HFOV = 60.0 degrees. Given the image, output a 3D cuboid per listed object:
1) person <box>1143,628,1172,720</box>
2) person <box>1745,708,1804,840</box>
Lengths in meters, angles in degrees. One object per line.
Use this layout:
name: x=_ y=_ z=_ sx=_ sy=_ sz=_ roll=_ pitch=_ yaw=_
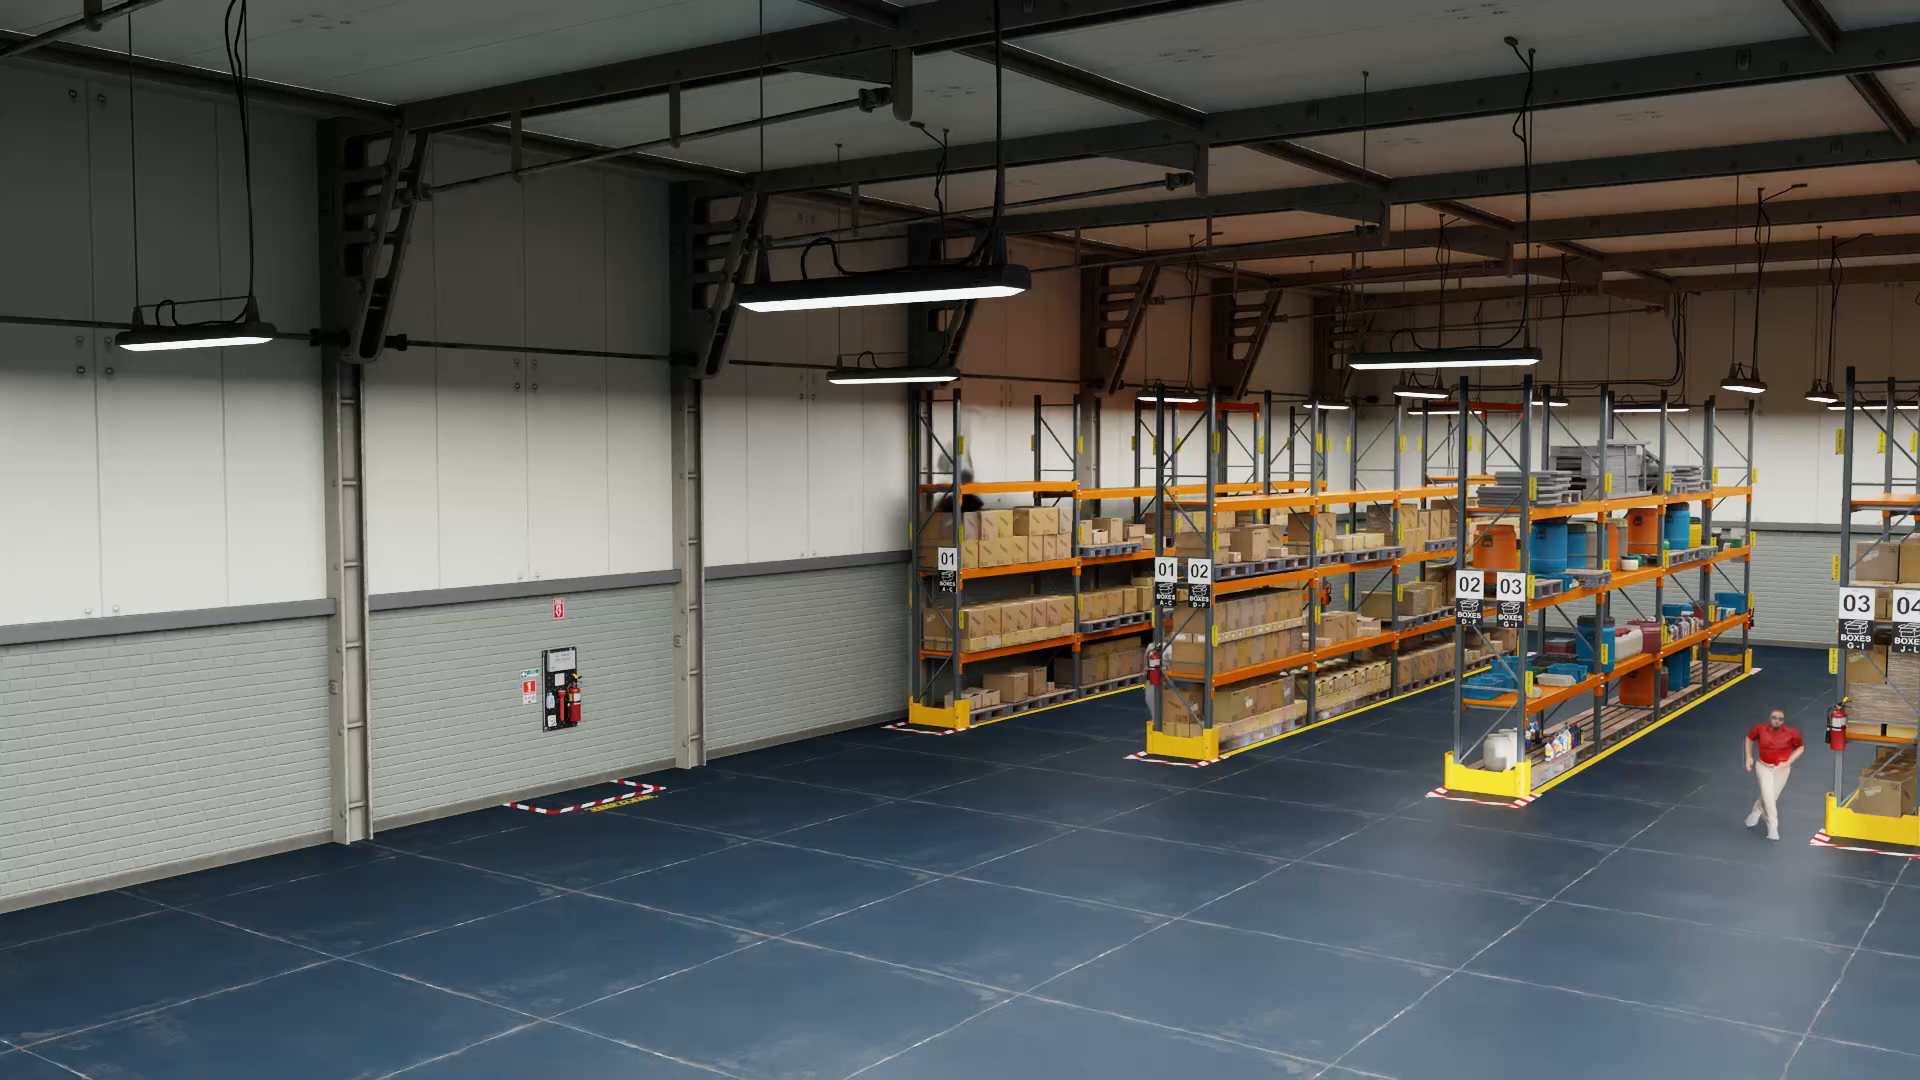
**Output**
person: x=3.558 y=2.441 z=29.879 sx=0.665 sy=1.746 sz=0.603 roll=3 pitch=4 yaw=38
person: x=10.482 y=2.975 z=21.467 sx=0.665 sy=1.706 sz=0.849 roll=1 pitch=3 yaw=17
